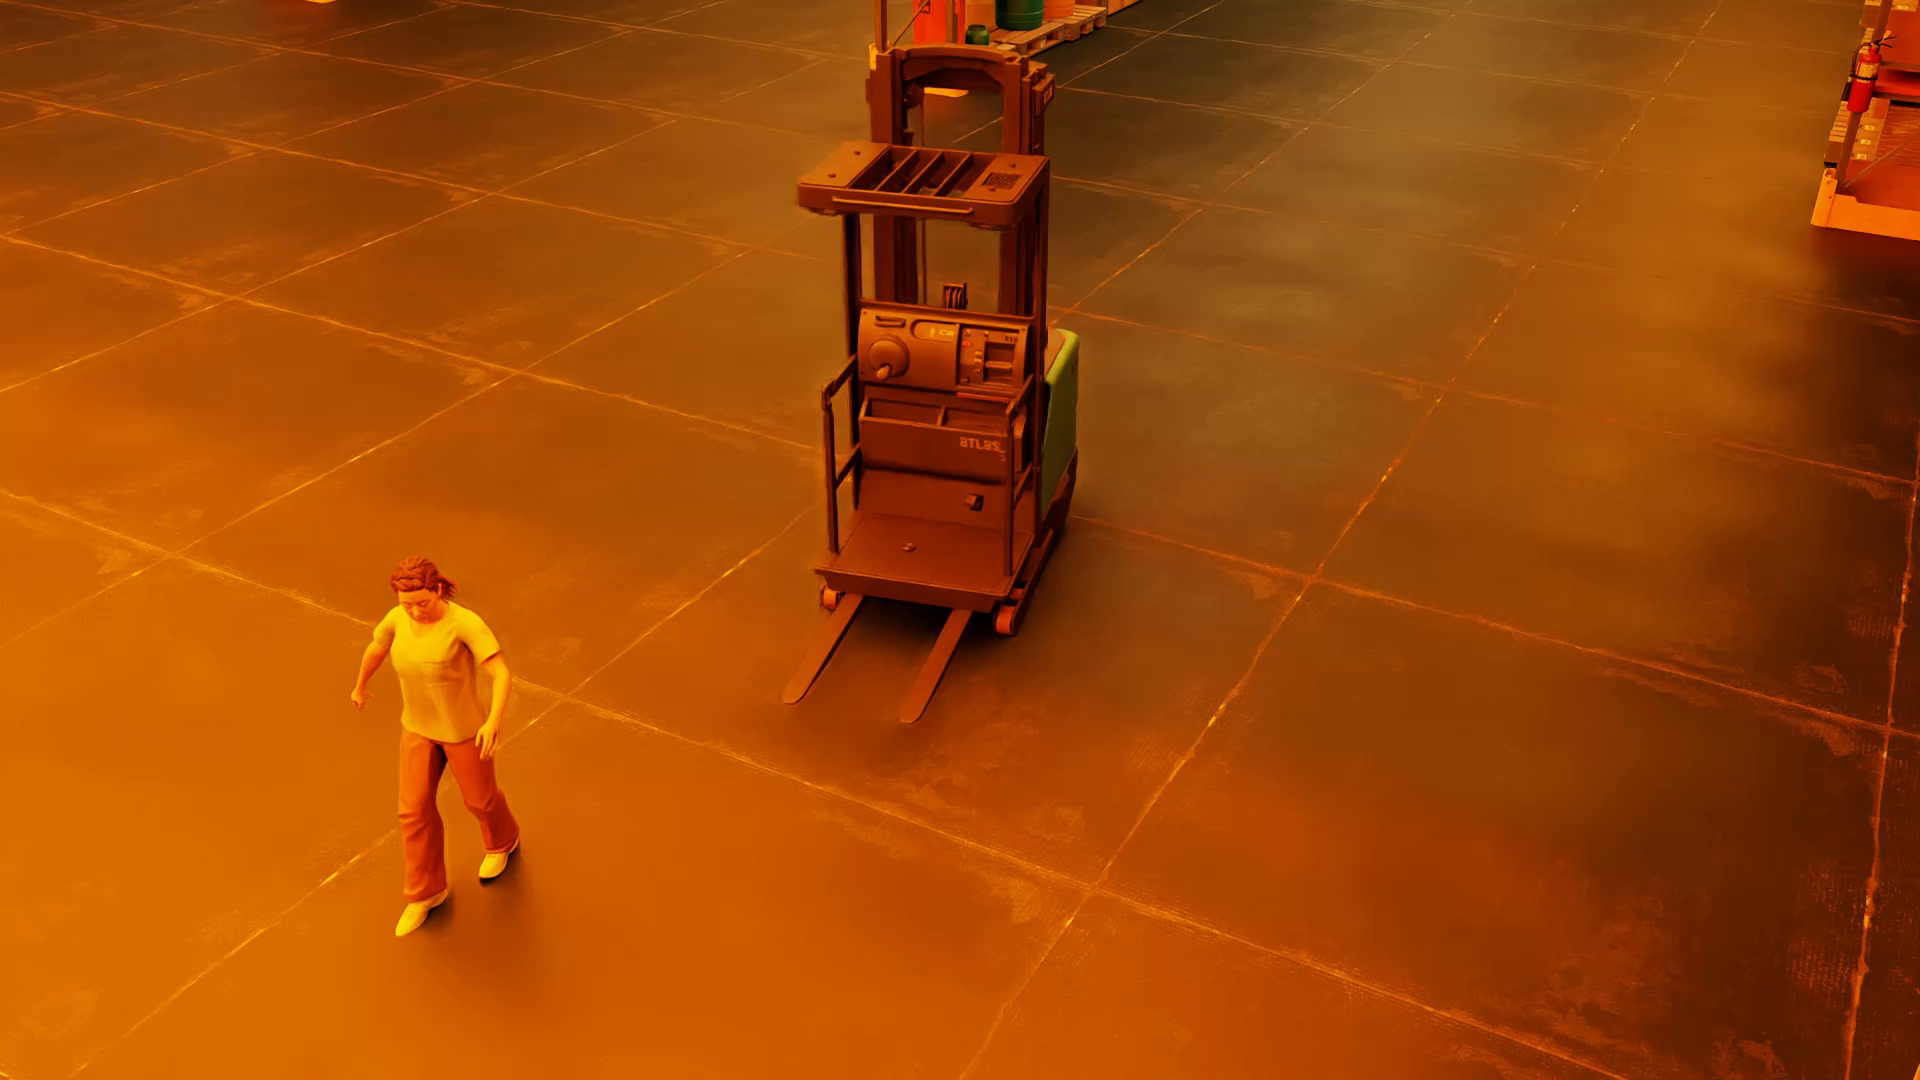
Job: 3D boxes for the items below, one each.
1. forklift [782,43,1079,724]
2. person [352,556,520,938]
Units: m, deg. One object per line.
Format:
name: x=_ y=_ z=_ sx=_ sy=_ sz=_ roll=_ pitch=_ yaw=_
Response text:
forklift: x=-0.150 y=-0.964 z=8.742 sx=1.130 sy=2.935 sz=3.031 roll=8 pitch=31 yaw=13
person: x=-2.217 y=0.829 z=6.944 sx=0.898 sy=1.670 sz=0.706 roll=7 pitch=31 yaw=11
